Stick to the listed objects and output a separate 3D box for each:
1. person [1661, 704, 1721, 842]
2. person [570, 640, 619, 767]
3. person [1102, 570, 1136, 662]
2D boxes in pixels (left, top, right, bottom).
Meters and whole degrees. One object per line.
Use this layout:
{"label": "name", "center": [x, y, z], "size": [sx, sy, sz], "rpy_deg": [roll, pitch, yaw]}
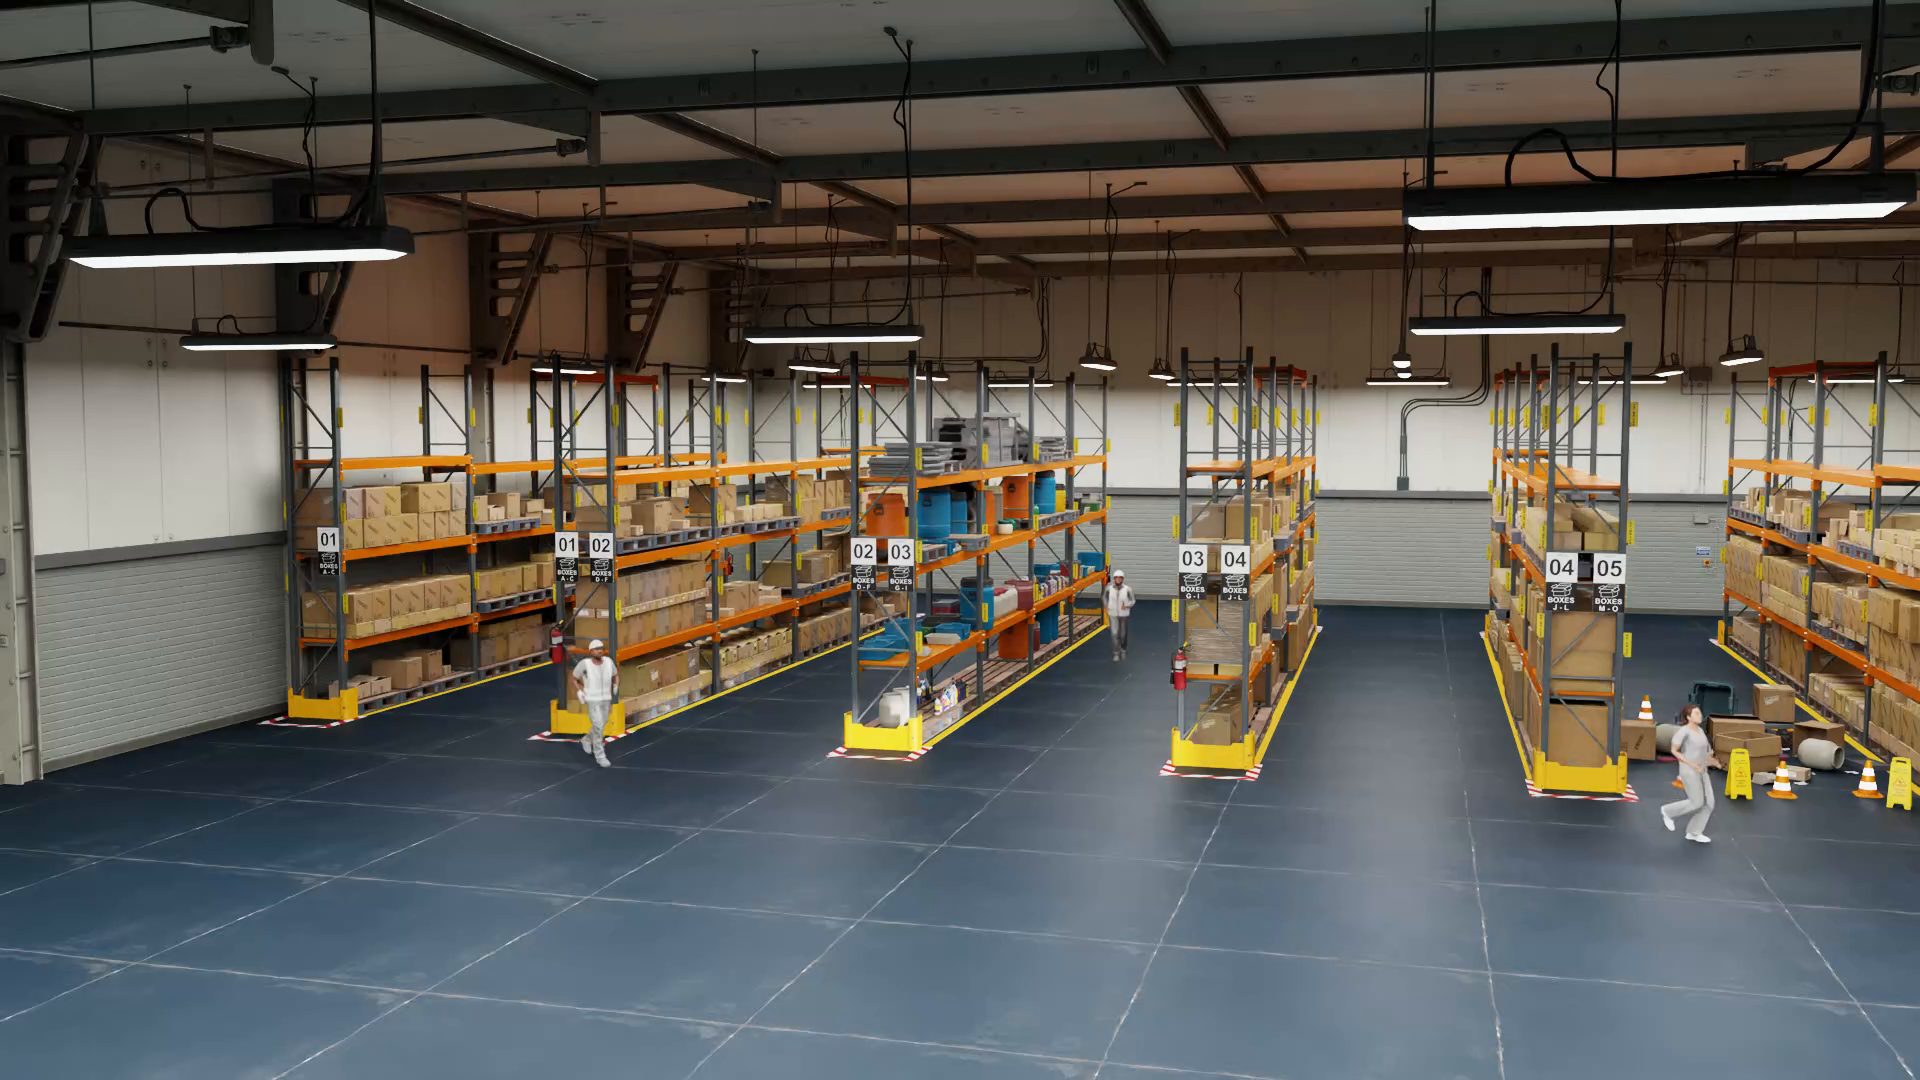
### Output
{"label": "person", "center": [8.659, 2.743, 19.713], "size": [0.562, 1.618, 0.593], "rpy_deg": [-3, 5, -32]}
{"label": "person", "center": [-5.264, 2.325, 24.087], "size": [0.684, 1.793, 0.909], "rpy_deg": [-4, 6, -42]}
{"label": "person", "center": [3.100, 1.490, 32.548], "size": [0.665, 1.800, 0.773], "rpy_deg": [1, 4, 9]}
